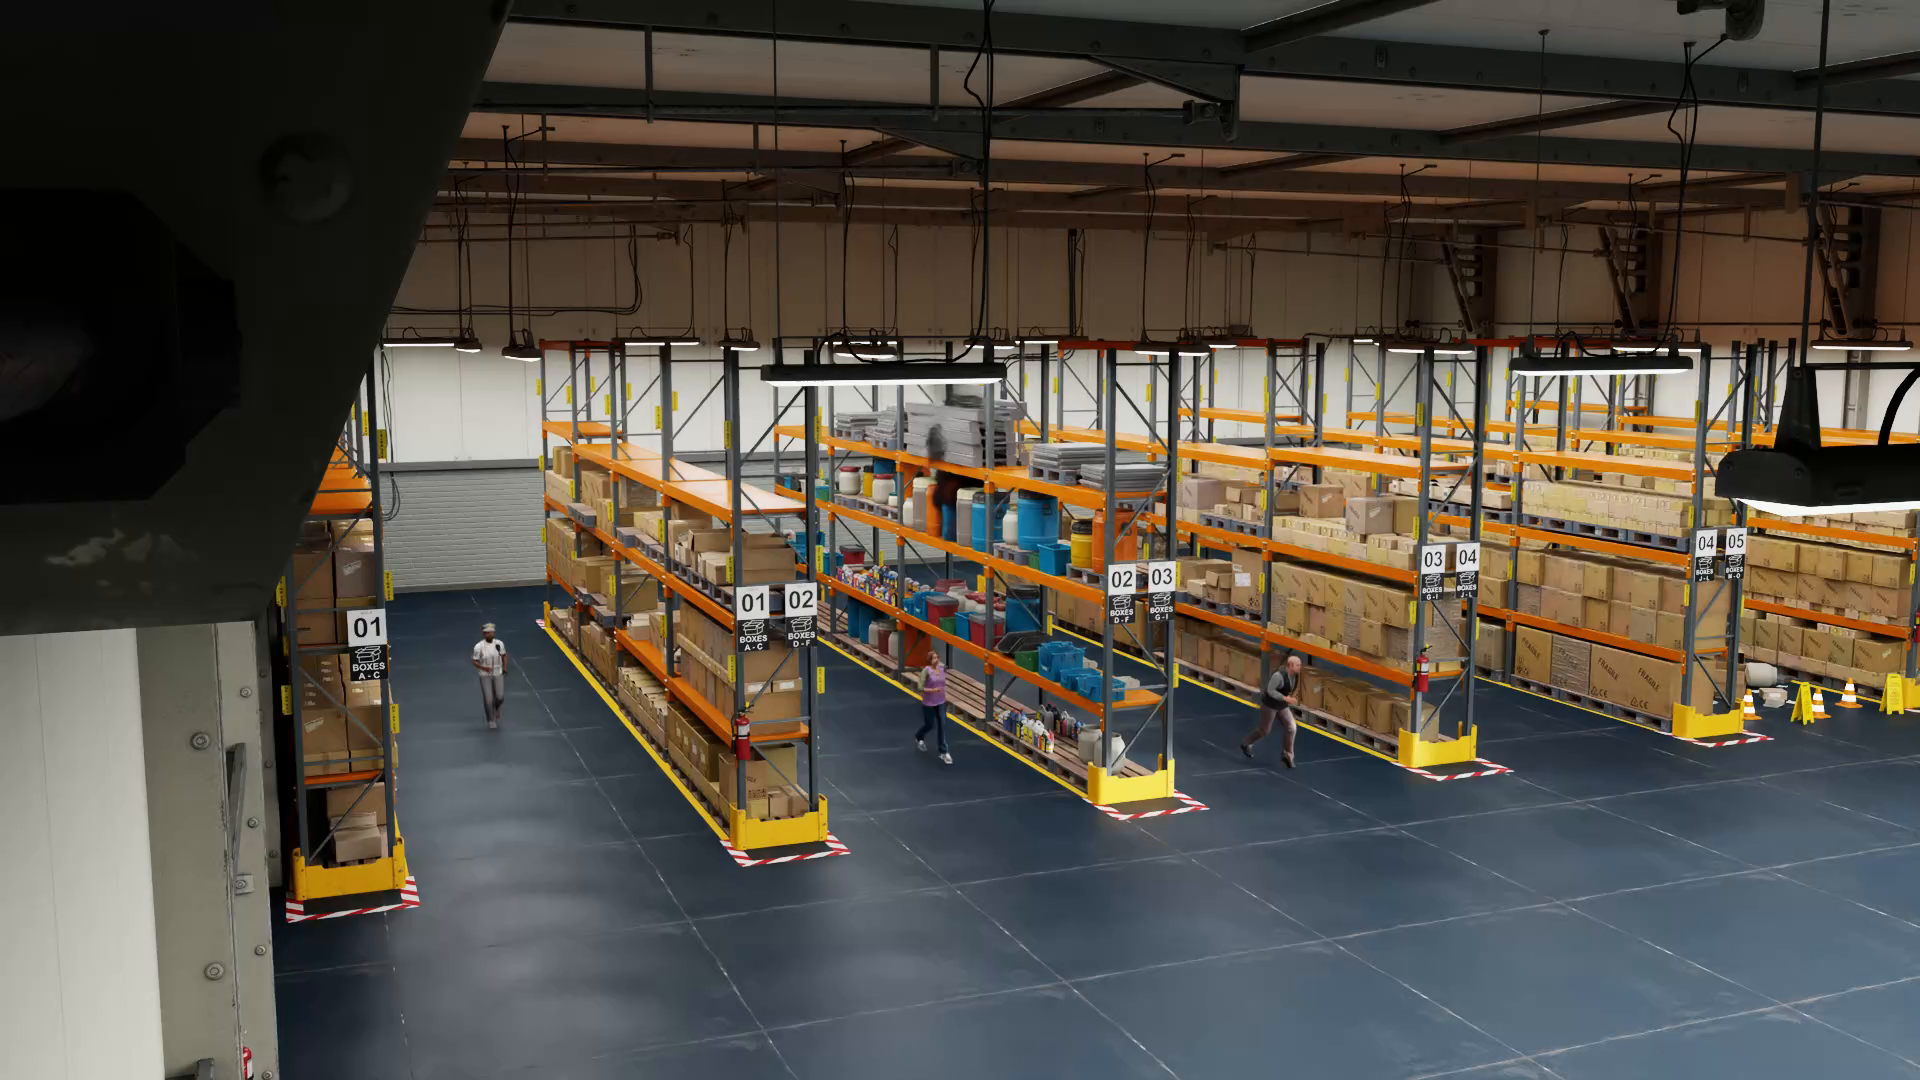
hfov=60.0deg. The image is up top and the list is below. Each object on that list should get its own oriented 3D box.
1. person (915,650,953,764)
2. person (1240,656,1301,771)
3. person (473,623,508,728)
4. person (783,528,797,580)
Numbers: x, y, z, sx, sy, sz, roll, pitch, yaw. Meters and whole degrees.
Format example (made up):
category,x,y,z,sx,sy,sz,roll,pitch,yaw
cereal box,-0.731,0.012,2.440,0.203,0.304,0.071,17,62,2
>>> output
category,x,y,z,sx,sy,sz,roll,pitch,yaw
person,-0.387,2.385,24.129,0.536,1.595,0.878,-5,9,-31
person,4.484,2.444,23.928,0.994,1.680,0.701,7,10,44
person,-7.346,2.127,26.112,0.569,1.661,0.554,-4,8,-28
person,-3.964,0.559,38.095,0.855,1.665,0.681,-4,9,-30
